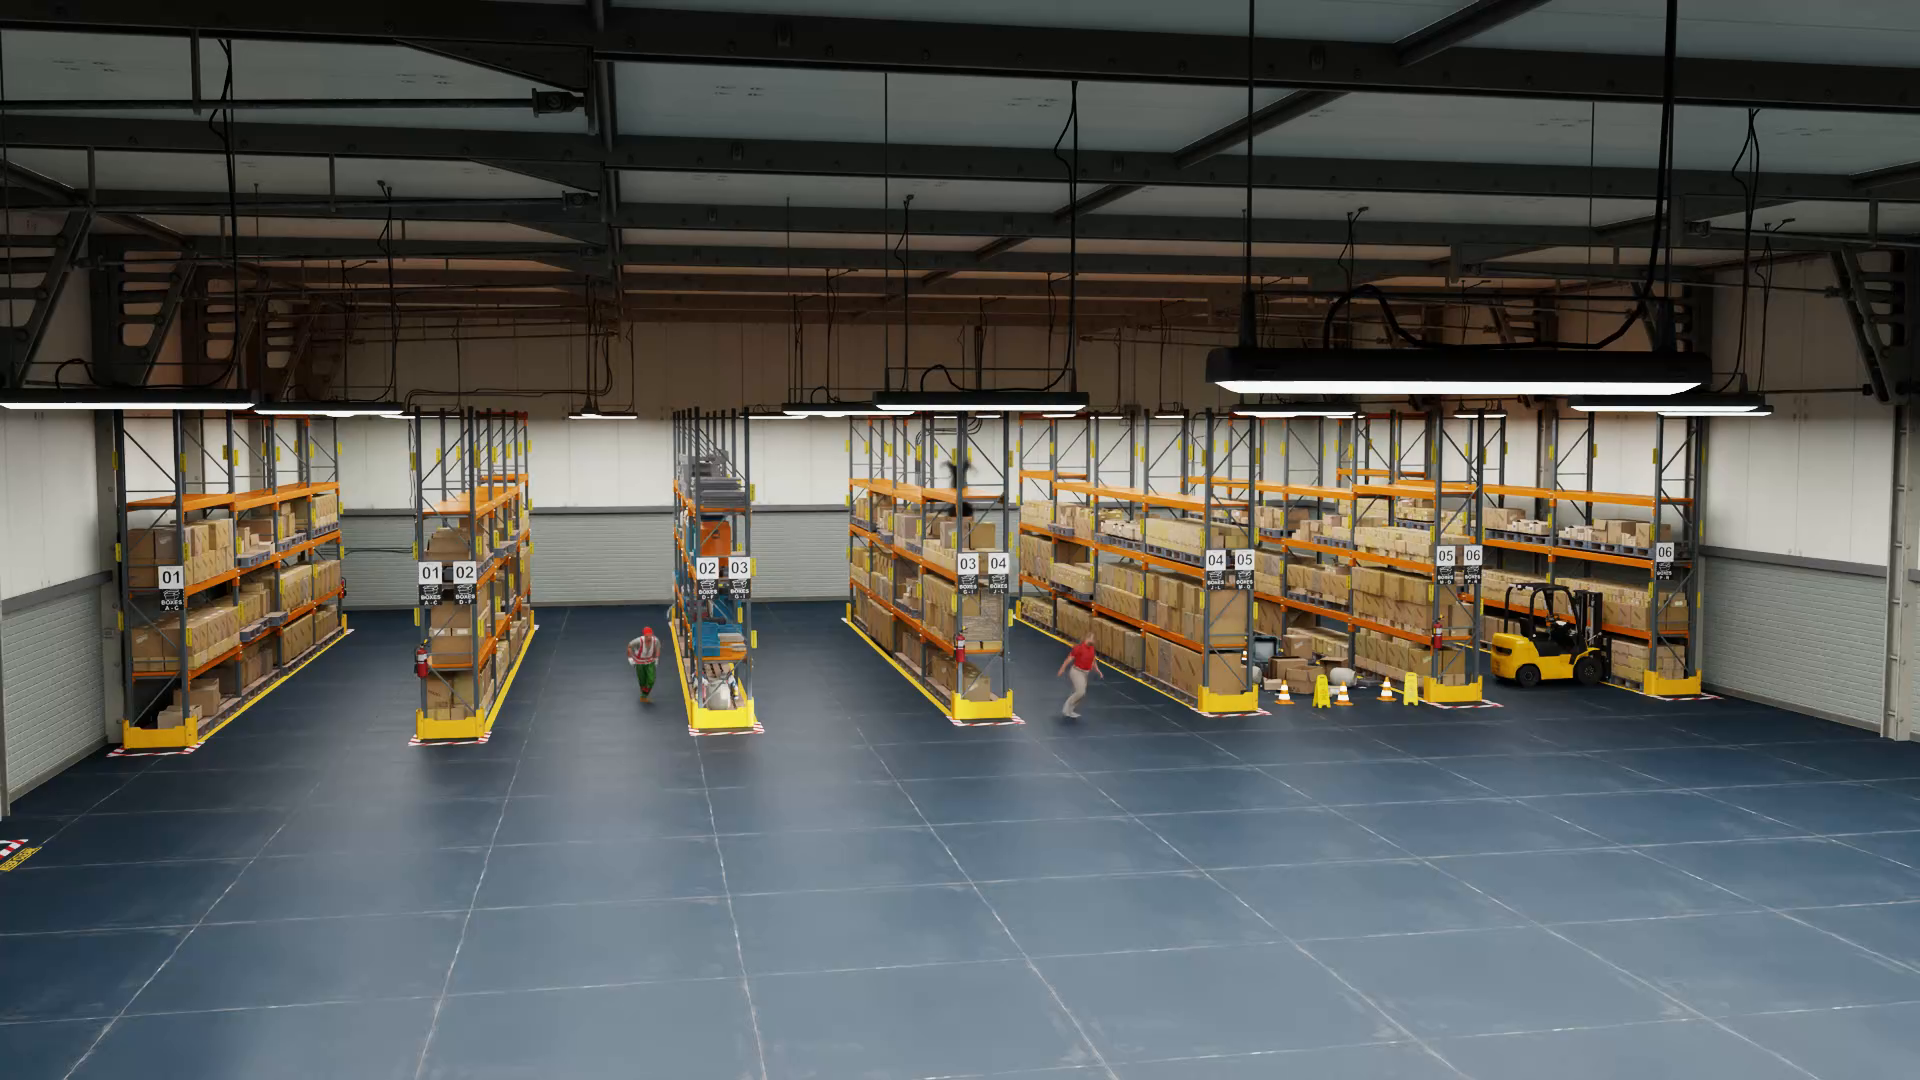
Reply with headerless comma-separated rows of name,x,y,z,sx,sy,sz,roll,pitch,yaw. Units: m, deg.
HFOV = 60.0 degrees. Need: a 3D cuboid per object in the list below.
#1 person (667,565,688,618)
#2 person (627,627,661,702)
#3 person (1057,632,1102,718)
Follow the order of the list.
person,-8.065,1.509,48.117,0.787,1.602,0.657,1,4,15
person,-6.446,2.532,33.886,0.680,1.583,0.952,-2,4,-22
person,2.343,2.609,32.183,0.716,1.674,0.695,3,5,37
